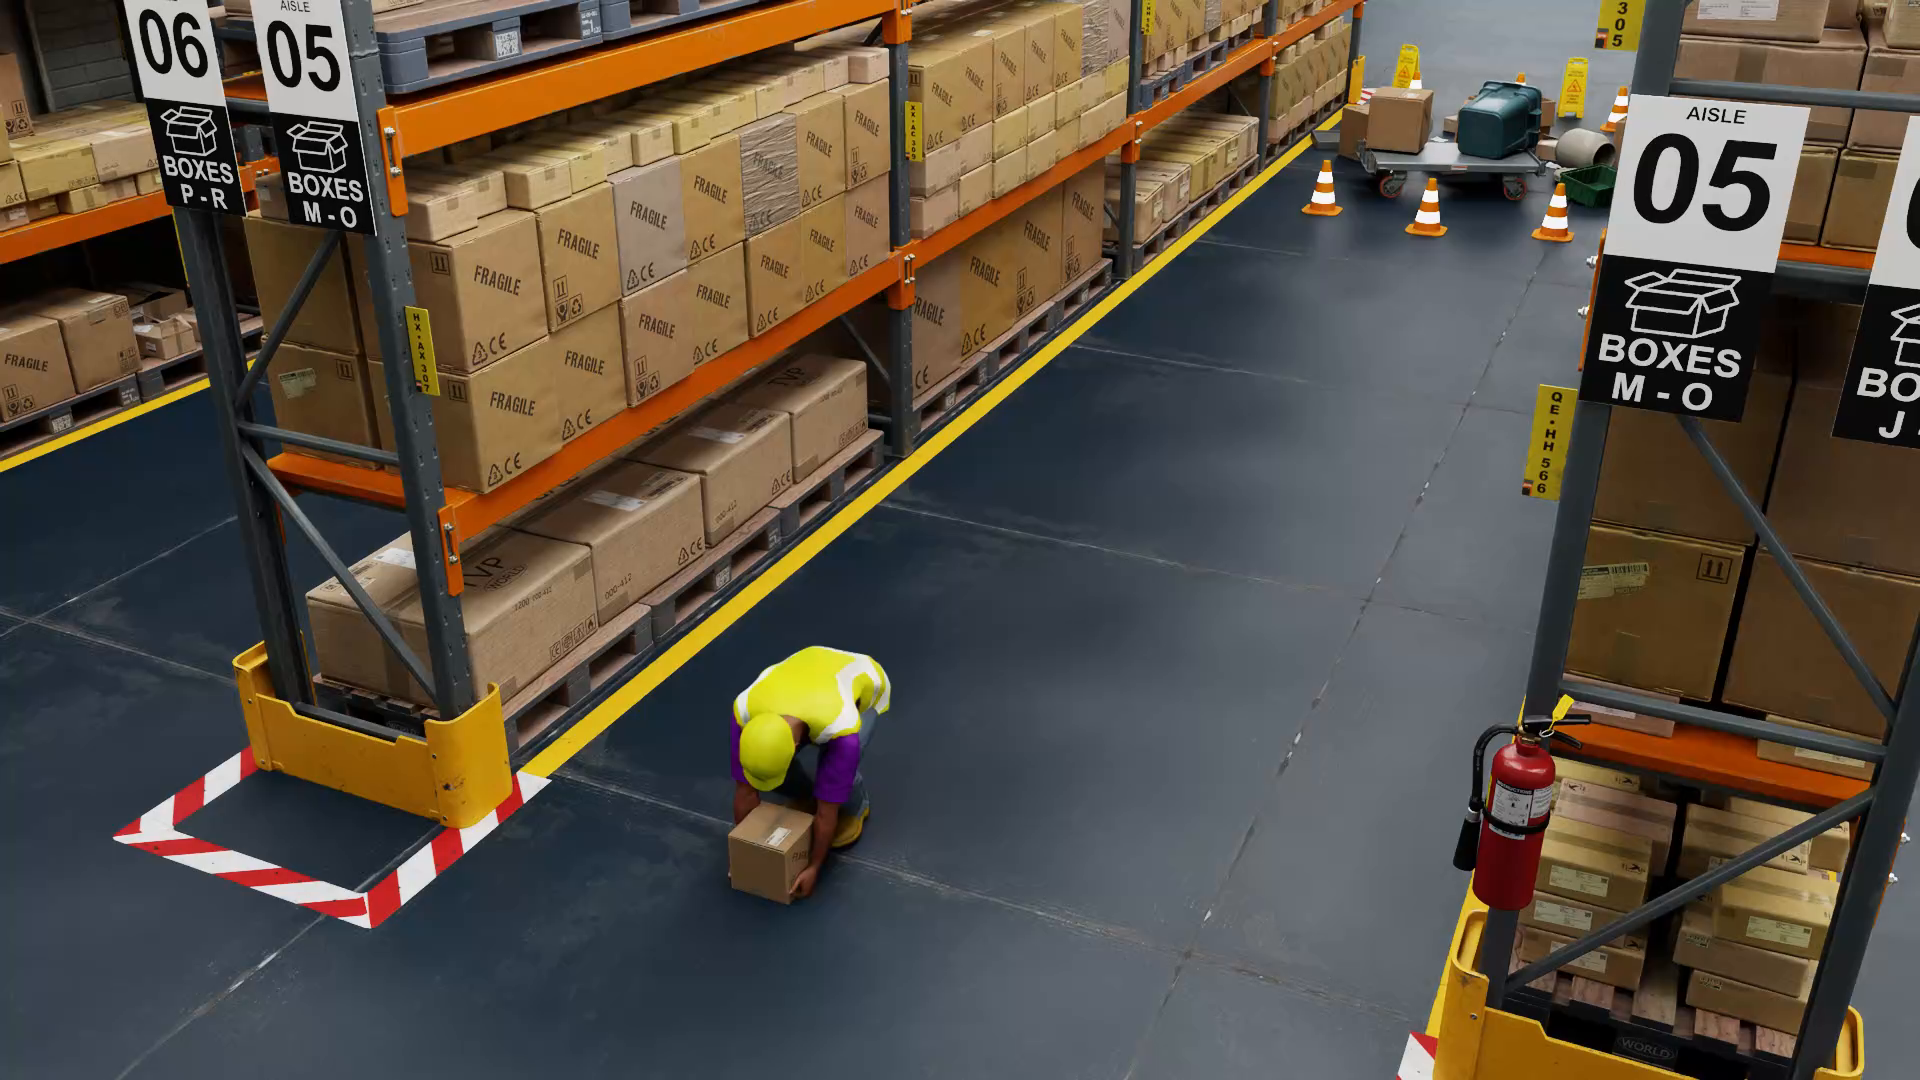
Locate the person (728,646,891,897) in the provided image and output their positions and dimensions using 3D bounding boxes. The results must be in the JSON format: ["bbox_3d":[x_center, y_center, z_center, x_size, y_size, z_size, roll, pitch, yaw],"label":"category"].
[{"bbox_3d":[-0.578,0.854,6.467,0.527,0.811,0.960,11,28,21],"label":"person"}]
